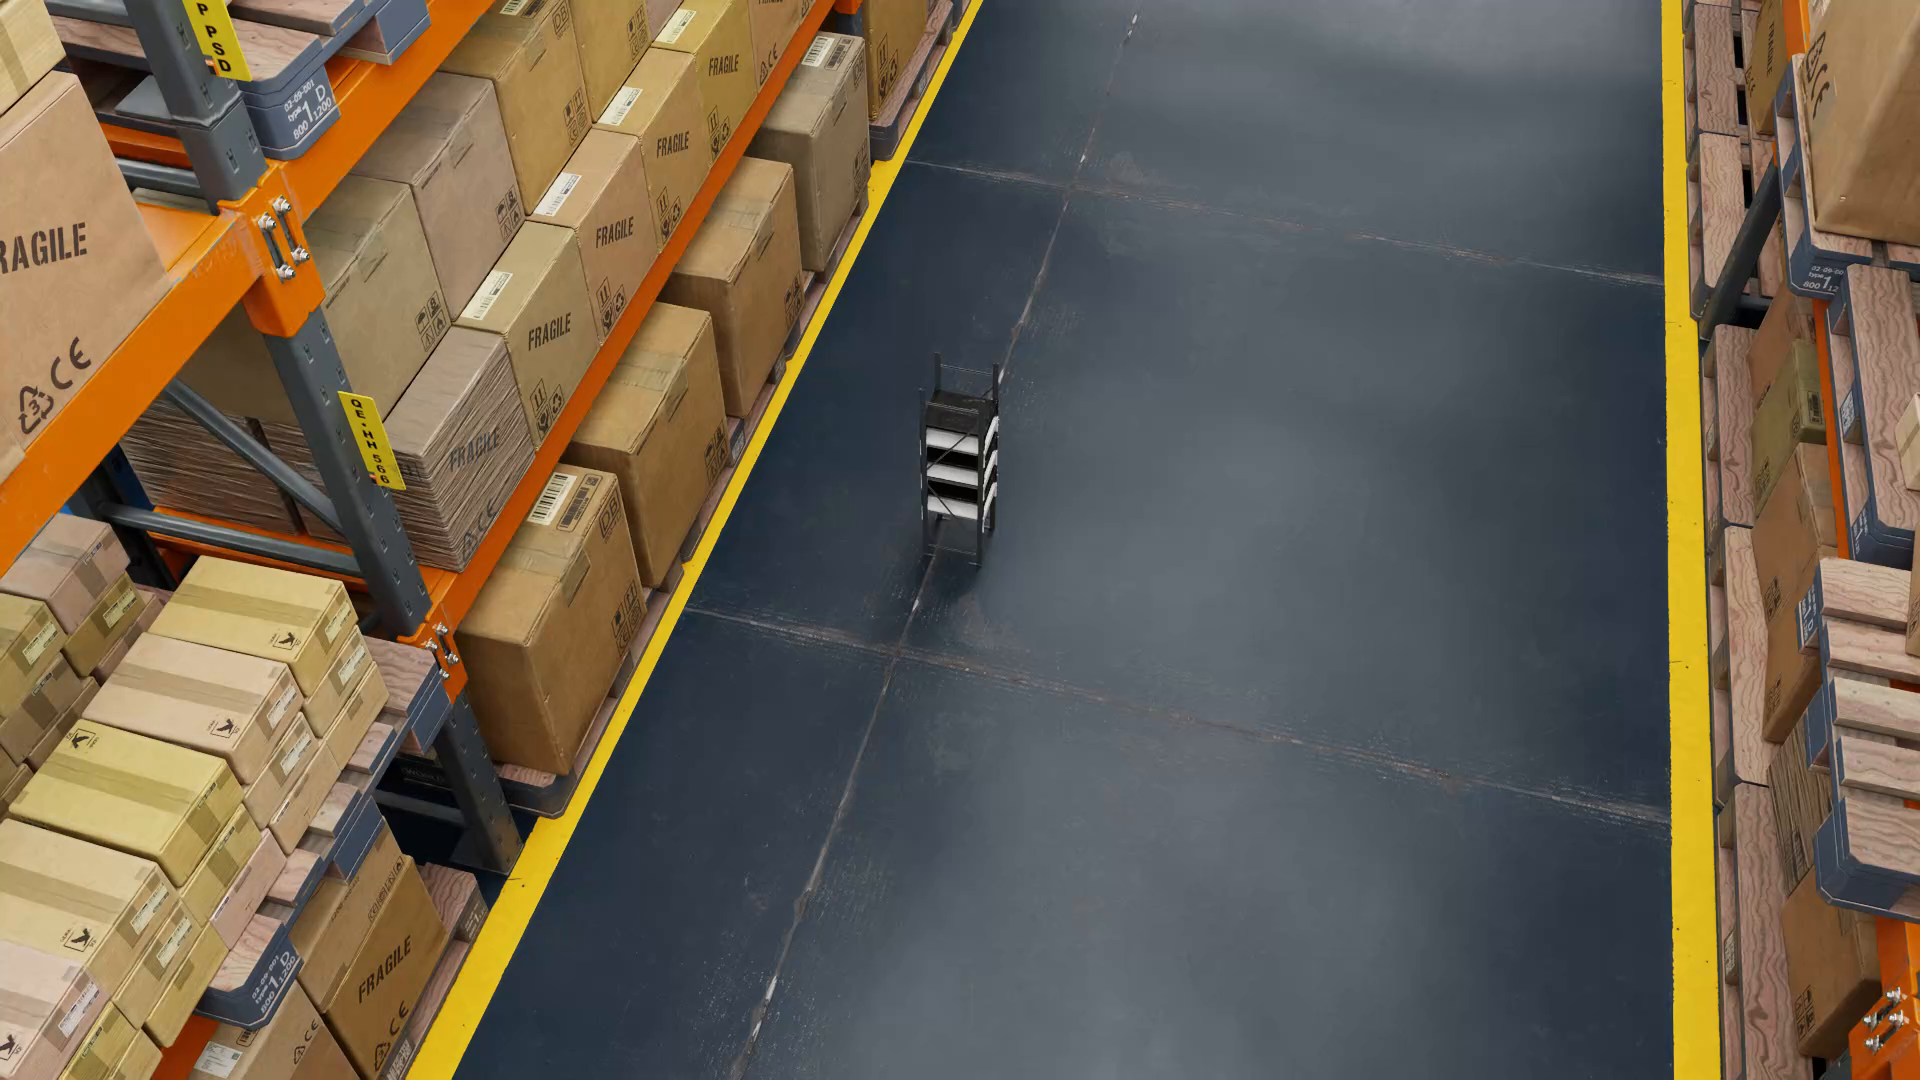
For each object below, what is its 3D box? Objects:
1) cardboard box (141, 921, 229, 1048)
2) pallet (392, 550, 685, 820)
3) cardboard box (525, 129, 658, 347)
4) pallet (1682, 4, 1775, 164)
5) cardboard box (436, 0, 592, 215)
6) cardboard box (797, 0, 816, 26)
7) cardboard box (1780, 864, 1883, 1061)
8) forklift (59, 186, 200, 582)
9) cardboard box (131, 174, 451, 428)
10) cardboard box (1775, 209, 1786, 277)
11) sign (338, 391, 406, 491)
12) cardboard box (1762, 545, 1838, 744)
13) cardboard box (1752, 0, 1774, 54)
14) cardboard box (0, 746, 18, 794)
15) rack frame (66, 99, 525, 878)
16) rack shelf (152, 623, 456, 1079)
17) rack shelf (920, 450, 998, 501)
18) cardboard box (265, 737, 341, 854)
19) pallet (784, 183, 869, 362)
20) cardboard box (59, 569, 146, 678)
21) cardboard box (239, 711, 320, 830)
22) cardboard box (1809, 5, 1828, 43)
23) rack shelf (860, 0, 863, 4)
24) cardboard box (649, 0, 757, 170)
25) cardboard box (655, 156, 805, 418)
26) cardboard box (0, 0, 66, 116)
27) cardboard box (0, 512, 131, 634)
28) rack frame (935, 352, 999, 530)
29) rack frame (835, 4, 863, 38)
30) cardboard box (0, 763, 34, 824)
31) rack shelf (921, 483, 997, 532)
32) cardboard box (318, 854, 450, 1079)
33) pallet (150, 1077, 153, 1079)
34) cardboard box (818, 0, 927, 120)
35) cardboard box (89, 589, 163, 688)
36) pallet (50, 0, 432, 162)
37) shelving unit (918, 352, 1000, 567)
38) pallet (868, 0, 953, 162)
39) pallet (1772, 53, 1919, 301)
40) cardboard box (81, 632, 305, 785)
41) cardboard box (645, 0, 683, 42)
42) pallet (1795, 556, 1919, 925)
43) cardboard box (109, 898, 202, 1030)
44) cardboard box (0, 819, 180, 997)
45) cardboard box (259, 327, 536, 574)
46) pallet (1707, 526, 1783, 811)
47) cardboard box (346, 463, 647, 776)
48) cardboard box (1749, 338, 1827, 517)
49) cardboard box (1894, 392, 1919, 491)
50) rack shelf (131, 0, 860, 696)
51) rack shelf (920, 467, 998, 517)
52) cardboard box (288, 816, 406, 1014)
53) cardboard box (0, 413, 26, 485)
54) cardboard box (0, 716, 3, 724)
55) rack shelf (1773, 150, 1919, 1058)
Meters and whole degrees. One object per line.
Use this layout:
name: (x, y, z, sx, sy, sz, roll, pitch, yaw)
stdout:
cardboard box: (-1.890, 0.948, 3.719, 0.380, 0.149, 0.250, 11, 49, 10)
pallet: (-1.720, 0.379, 6.194, 1.003, 0.211, 1.213, 12, 50, 10)
cardboard box: (-1.357, -1.026, 5.507, 0.500, 0.500, 0.500, 12, 50, 10)
pallet: (4.273, -2.285, 8.545, 1.003, 0.211, 1.213, 12, 50, 10)
cardboard box: (-1.607, -1.413, 5.182, 0.700, 0.500, 0.500, 11, 49, 9)
cardboard box: (-0.826, -2.485, 6.795, 0.500, 0.500, 0.500, 11, 50, 10)
cardboard box: (2.916, 1.256, 4.933, 0.700, 0.500, 0.500, 9, 49, 8)
forklift: (-2.998, -1.709, 6.223, 1.130, 2.935, 3.031, 12, 50, 10)
cardboard box: (-1.872, -0.675, 4.531, 0.700, 0.500, 0.500, 11, 50, 10)
cardboard box: (3.955, -1.423, 7.311, 0.500, 0.500, 0.500, 10, 49, 9)
sign: (-1.474, -0.245, 4.165, 0.100, 0.325, 0.005, 12, 50, 10)
cardboard box: (3.192, 0.441, 5.653, 0.700, 0.500, 0.500, 15, 50, 13)
cardboard box: (4.377, -2.699, 8.437, 0.500, 0.500, 0.500, 16, 50, 14)
cardboard box: (-2.457, 0.557, 3.865, 0.380, 0.149, 0.250, 10, 49, 9)
rack frame: (-2.000, 0.011, 4.658, 1.000, 3.000, 0.127, 12, 50, 10)
rack shelf: (-2.526, 1.696, 3.651, 1.077, 0.370, 4.000, 12, 50, 10)
rack shelf: (-0.002, -0.270, 6.351, 0.258, 0.077, 0.200, 12, 50, 10)
cardboard box: (-1.753, 0.582, 4.042, 0.380, 0.149, 0.250, 11, 50, 10)
pallet: (-1.077, -1.386, 7.752, 1.003, 0.211, 1.213, 12, 50, 10)
cardboard box: (-2.321, 0.167, 4.210, 0.380, 0.149, 0.250, 14, 50, 12)
cardboard box: (-1.759, 0.498, 3.918, 0.380, 0.149, 0.250, 13, 50, 11)
cardboard box: (3.585, -1.960, 6.566, 0.380, 0.149, 0.250, 12, 50, 10)
rack shelf: (-0.421, -4.091, 8.758, 1.077, 0.370, 4.000, 12, 50, 10)
cardboard box: (-1.092, -1.754, 6.149, 0.500, 0.500, 0.500, 12, 50, 10)
cardboard box: (-1.281, -1.113, 6.871, 1.050, 0.750, 0.750, 12, 50, 10)
cardboard box: (-1.856, -0.924, 2.906, 0.396, 0.266, 0.258, 12, 50, 10)
cardboard box: (-2.309, 0.058, 4.108, 0.380, 0.149, 0.250, 12, 50, 10)
rack frame: (0.025, -0.365, 6.391, 0.240, 0.900, 0.006, 12, 50, 10)
rack frame: (-0.947, -2.882, 7.212, 1.000, 3.000, 0.127, 12, 50, 10)
cardboard box: (-2.454, 0.629, 4.001, 0.380, 0.149, 0.250, 14, 50, 12)
rack shelf: (-0.002, -0.151, 6.486, 0.258, 0.077, 0.200, 12, 50, 10)
cardboard box: (-1.921, 1.227, 4.972, 0.500, 0.500, 0.500, 11, 50, 10)
pallet: (-2.481, 1.515, 3.459, 1.003, 0.211, 1.213, 12, 50, 10)
cardboard box: (-0.714, -2.759, 8.240, 0.875, 0.875, 0.875, 12, 50, 11)
cardboard box: (-2.312, 0.239, 4.344, 0.380, 0.149, 0.250, 11, 49, 10)
pallet: (-1.881, -1.395, 4.025, 1.213, 0.211, 1.003, 14, 50, 12)
shelving unit: (-0.002, -0.292, 6.326, 0.258, 0.900, 0.210, 12, 50, 10)
pallet: (-0.671, -2.494, 8.729, 1.003, 0.211, 1.213, 12, 50, 10)
pallet: (3.470, -1.242, 5.893, 1.003, 0.211, 1.213, 12, 50, 10)
cardboard box: (-1.755, 0.385, 3.819, 0.380, 0.149, 0.250, 11, 49, 10)
cardboard box: (-1.339, -2.148, 5.830, 0.700, 0.500, 0.500, 12, 50, 10)
pallet: (2.844, 0.590, 4.275, 1.213, 0.211, 1.003, 12, 50, 10)
cardboard box: (-1.892, 0.869, 3.590, 0.380, 0.149, 0.250, 12, 50, 10)
cardboard box: (-1.890, 0.768, 3.481, 0.380, 0.149, 0.250, 13, 50, 11)
cardboard box: (-1.621, -0.293, 4.860, 0.500, 0.500, 0.500, 12, 50, 10)
pallet: (3.289, 0.541, 6.050, 1.003, 0.211, 1.213, 12, 50, 10)
cardboard box: (-1.753, 0.194, 5.717, 1.050, 0.750, 0.750, 11, 49, 10)
cardboard box: (3.485, -0.367, 6.366, 0.700, 0.500, 0.500, 11, 50, 10)
cardboard box: (2.937, -0.291, 4.734, 0.396, 0.266, 0.258, 10, 49, 9)
rack shelf: (-1.473, -1.197, 6.205, 1.077, 0.370, 4.000, 12, 50, 10)
rack shelf: (-0.002, -0.210, 6.419, 0.258, 0.077, 0.200, 12, 50, 10)
cardboard box: (-1.927, 0.998, 4.675, 0.500, 0.250, 0.500, 11, 49, 9)
cardboard box: (-2.024, -0.187, 2.766, 0.500, 0.500, 0.500, 12, 50, 10)
cardboard box: (-2.445, 0.426, 3.783, 0.380, 0.149, 0.250, 11, 50, 10)
rack shelf: (3.285, -0.145, 5.276, 1.077, 0.370, 4.000, 12, 50, 10)
